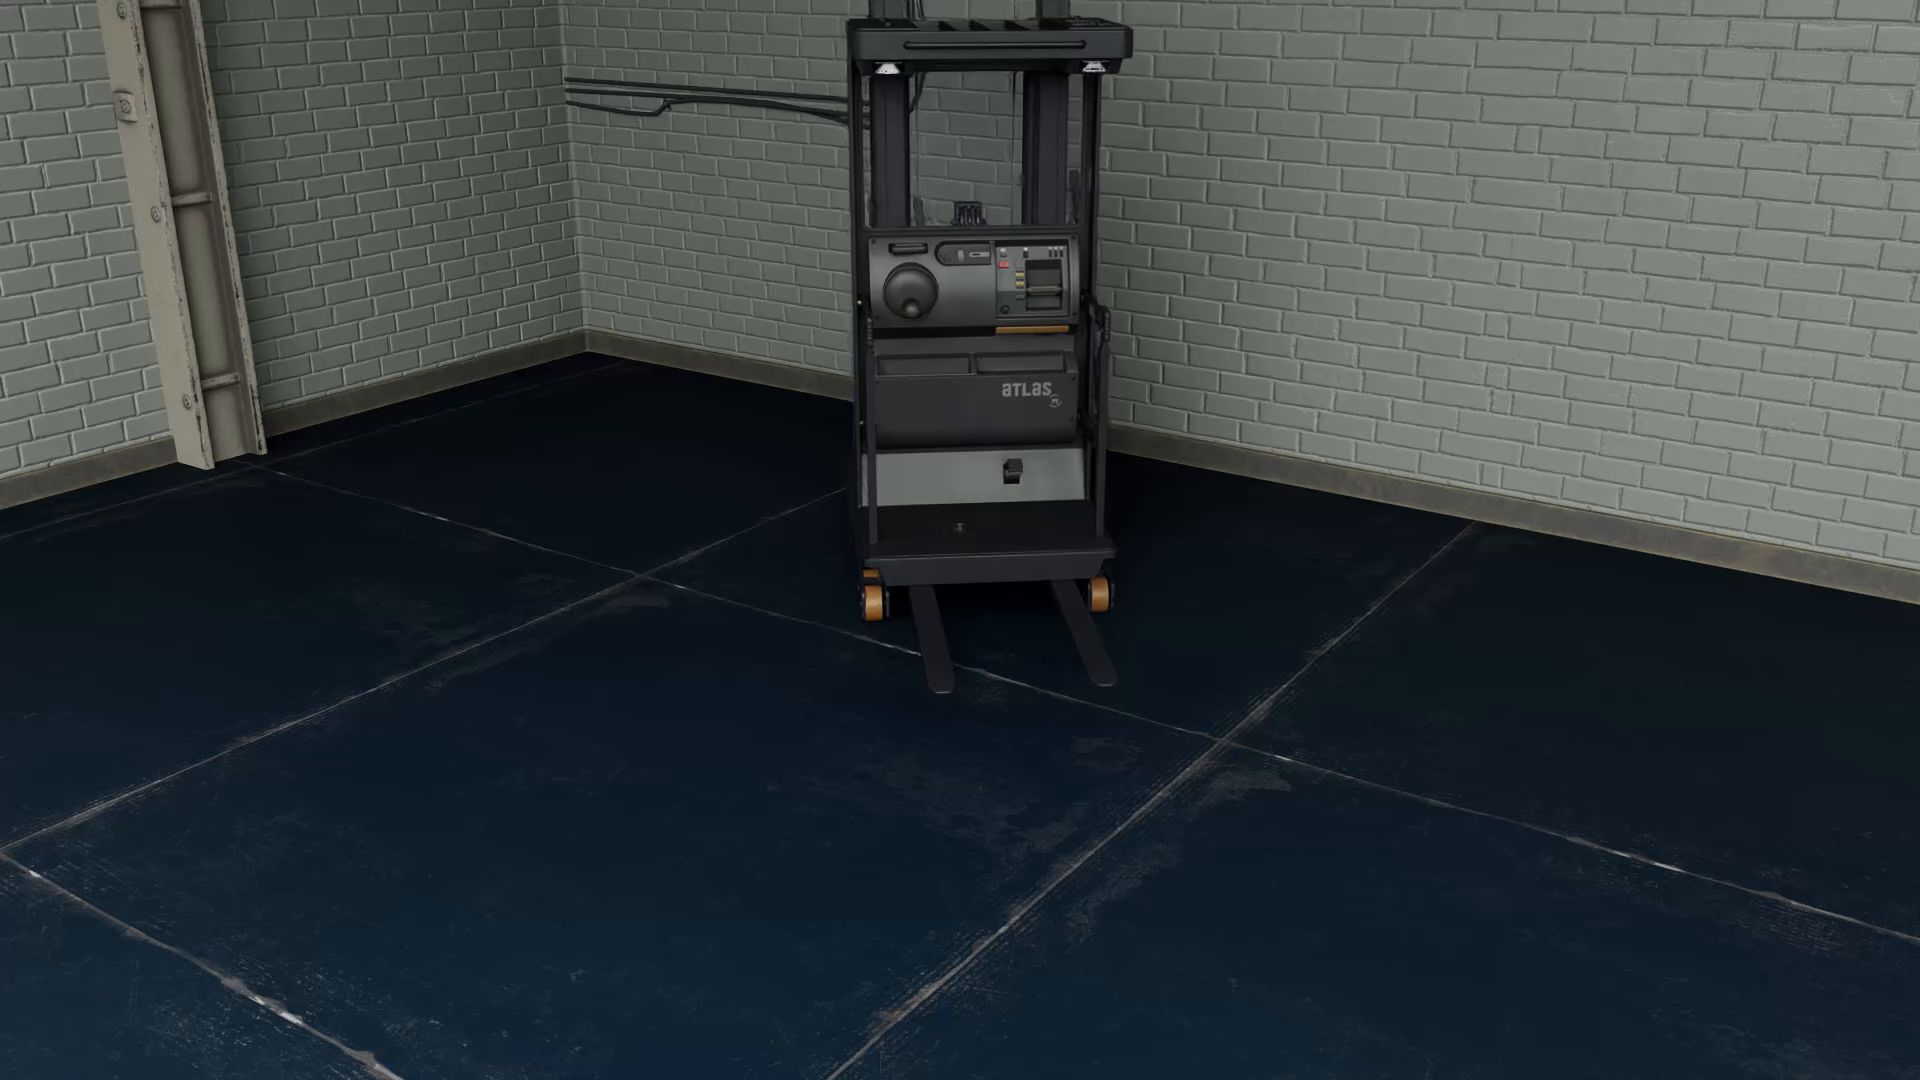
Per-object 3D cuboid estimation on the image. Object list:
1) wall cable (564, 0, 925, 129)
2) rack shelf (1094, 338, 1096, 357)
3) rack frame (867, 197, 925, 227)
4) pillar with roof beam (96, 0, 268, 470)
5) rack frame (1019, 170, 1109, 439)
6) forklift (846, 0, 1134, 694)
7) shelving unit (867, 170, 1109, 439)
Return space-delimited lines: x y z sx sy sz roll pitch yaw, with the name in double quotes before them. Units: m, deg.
"wall cable" -1.494 -3.831 10.127 3.097 2.526 0.112 13 24 32
"rack shelf" 0.197 -1.023 9.204 1.000 0.185 0.538 -17 17 -31
"rack frame" -0.245 -1.068 8.898 0.032 1.500 0.500 -17 17 -31
"pillar with roof beam" -0.683 -3.860 5.730 9.100 9.000 0.400 13 24 32
"rack frame" 0.589 -1.324 9.420 0.032 1.500 0.500 -17 17 -31
"forklift" 0.088 -1.139 7.118 1.130 2.935 3.031 -2 20 -5
"shelving unit" 0.172 -1.196 9.159 1.048 1.500 0.538 -17 17 -31
